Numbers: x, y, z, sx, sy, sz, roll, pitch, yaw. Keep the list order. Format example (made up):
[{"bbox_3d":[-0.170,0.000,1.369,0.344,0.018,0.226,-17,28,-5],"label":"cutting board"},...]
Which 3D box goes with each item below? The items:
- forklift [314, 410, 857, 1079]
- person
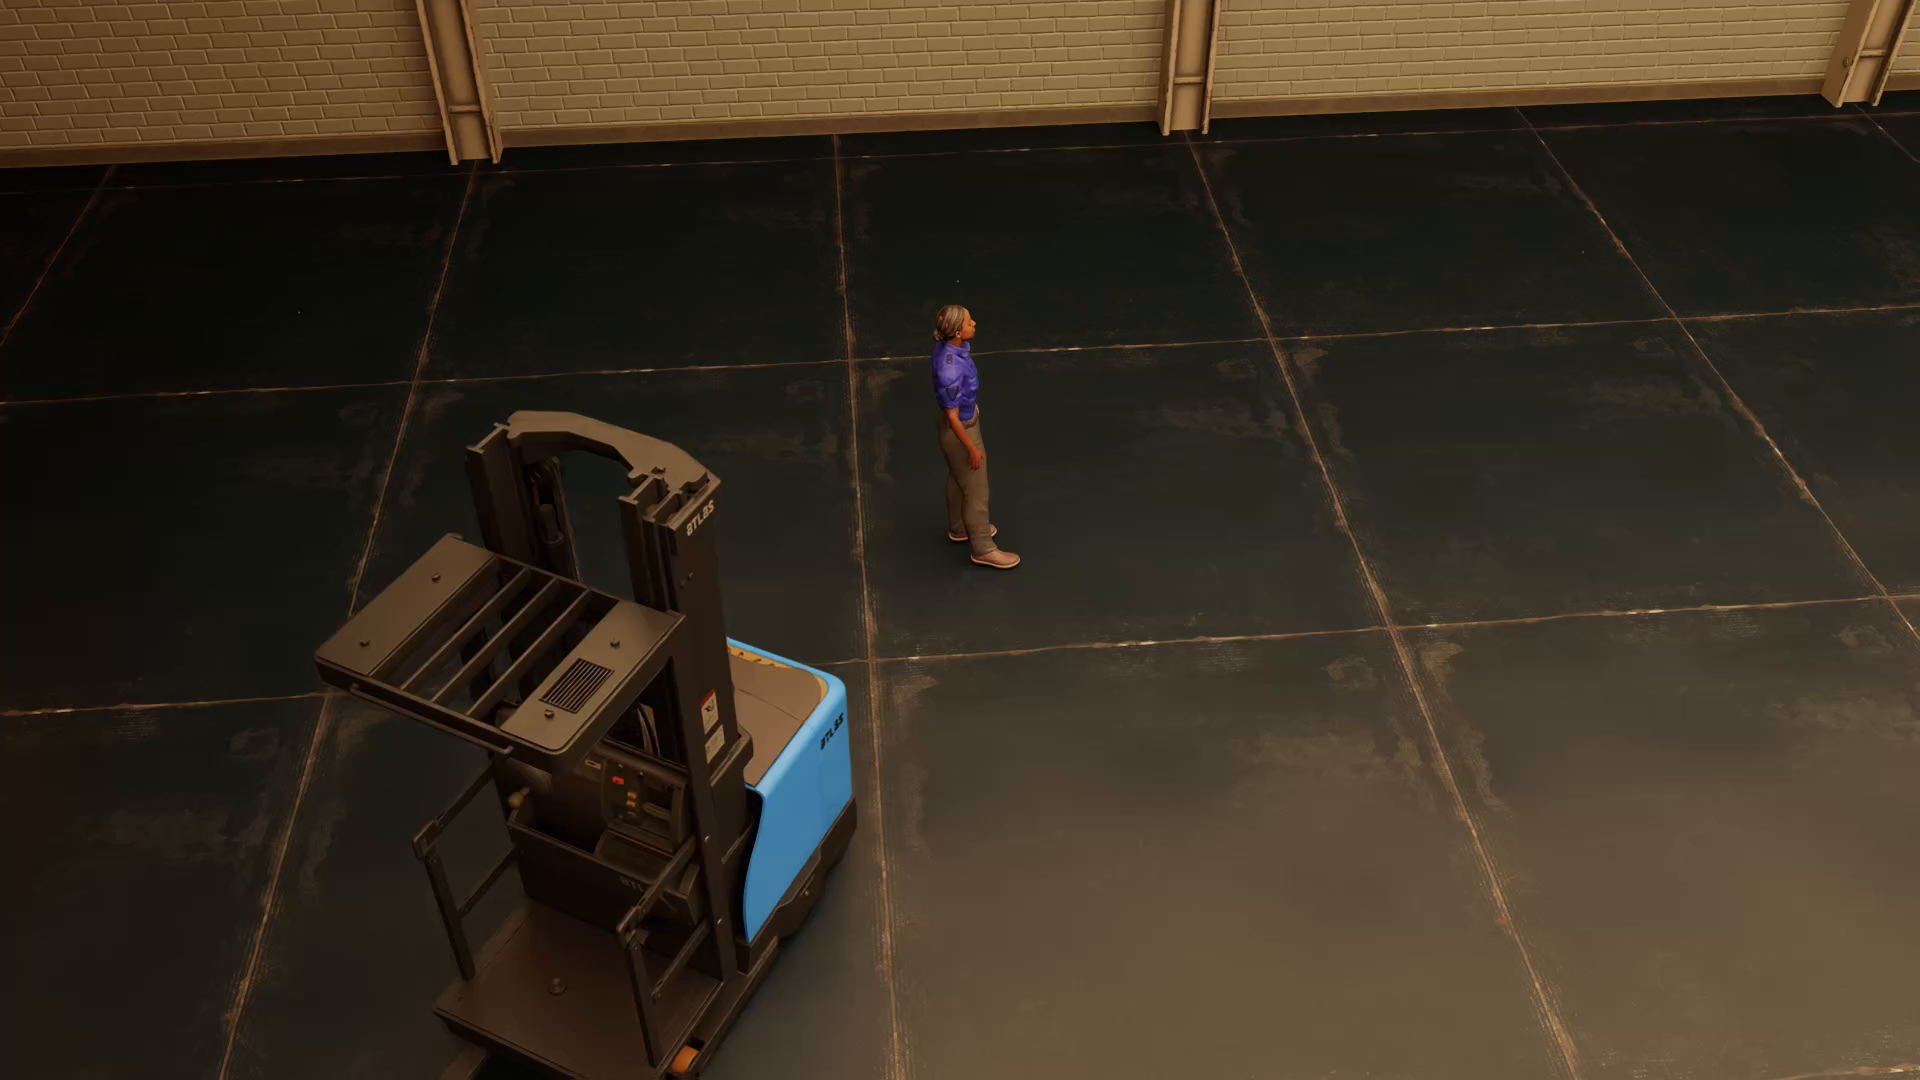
[{"bbox_3d":[-1.617,1.078,6.677,1.130,2.935,3.031,18,44,19],"label":"forklift"},{"bbox_3d":[0.089,-0.626,9.641,0.504,1.654,0.569,-3,41,-4],"label":"person"}]
